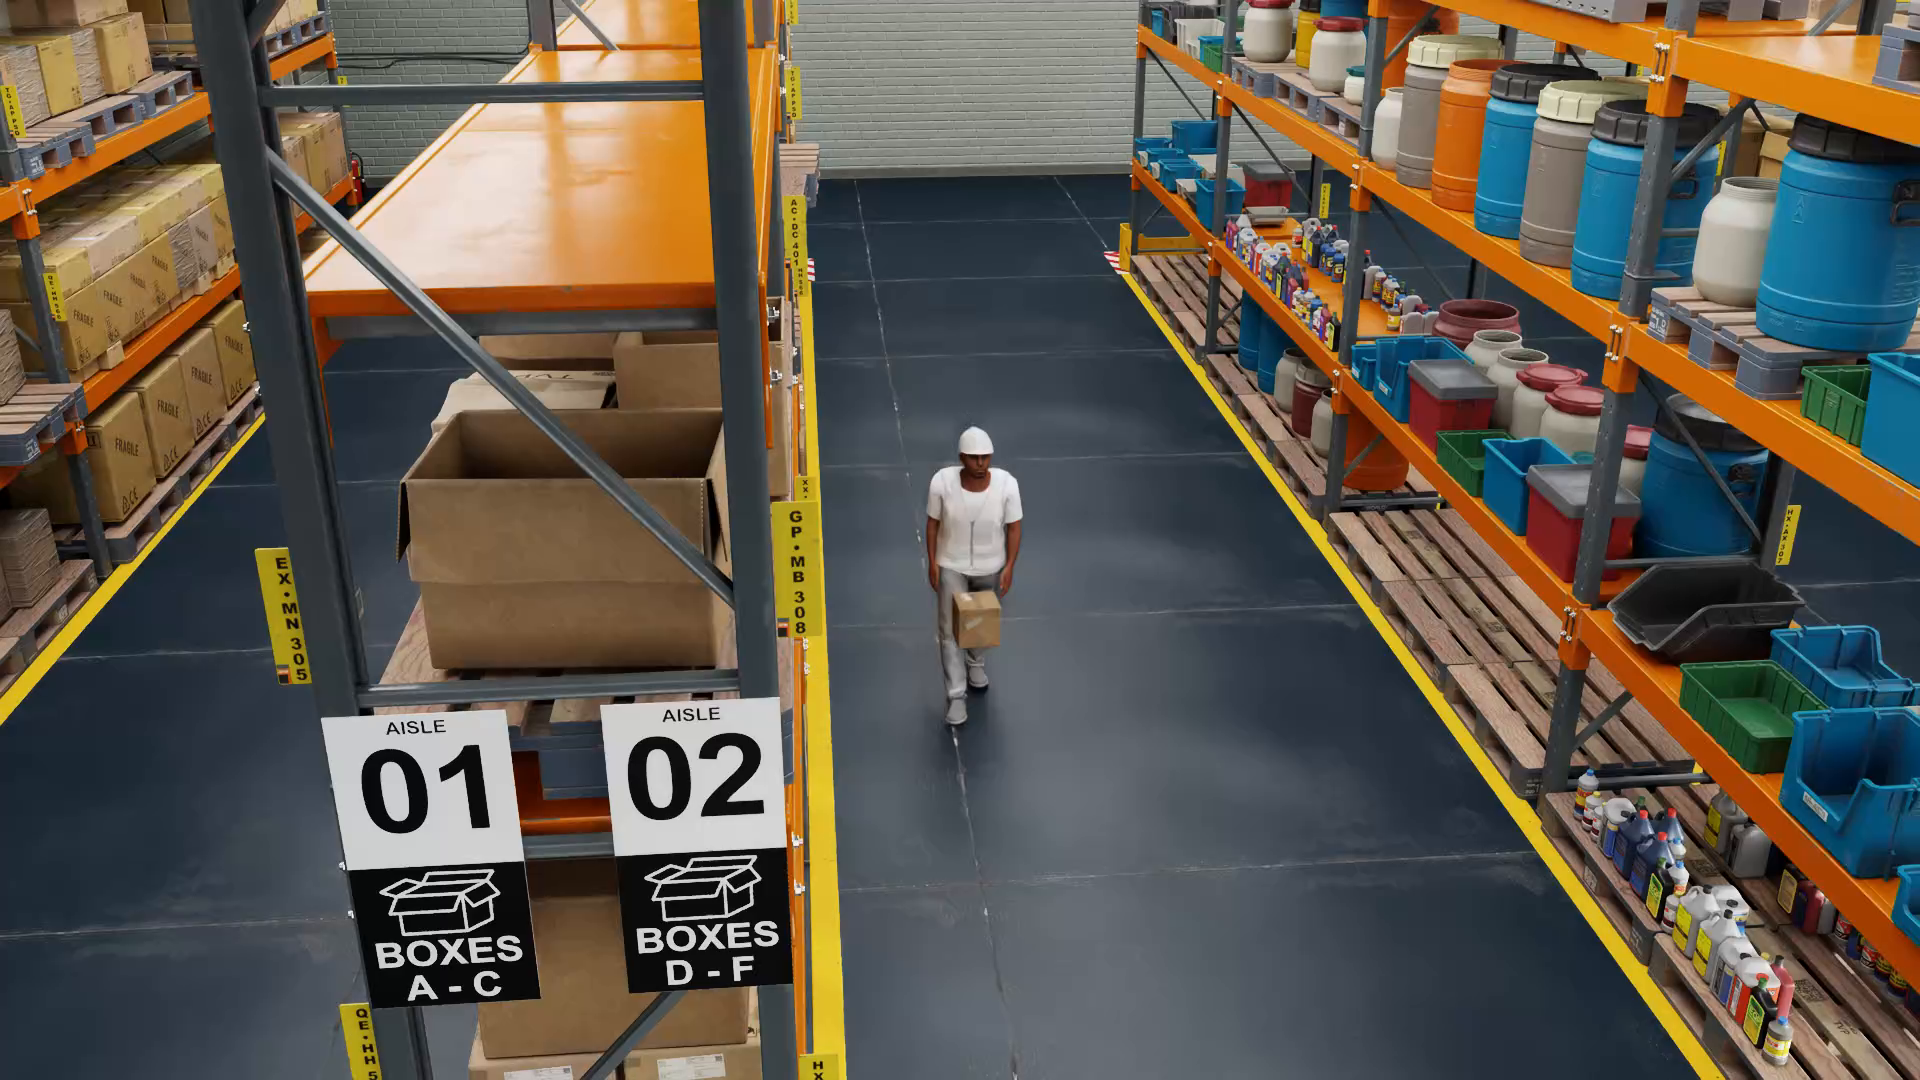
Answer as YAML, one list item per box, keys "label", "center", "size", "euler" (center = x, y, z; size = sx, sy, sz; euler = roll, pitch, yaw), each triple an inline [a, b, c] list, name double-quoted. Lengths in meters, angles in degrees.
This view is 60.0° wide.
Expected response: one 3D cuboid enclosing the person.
- label: "person"
  center: [0.095, 0.177, 9.869]
  size: [0.572, 1.741, 0.834]
  euler: [-2, 24, -5]
